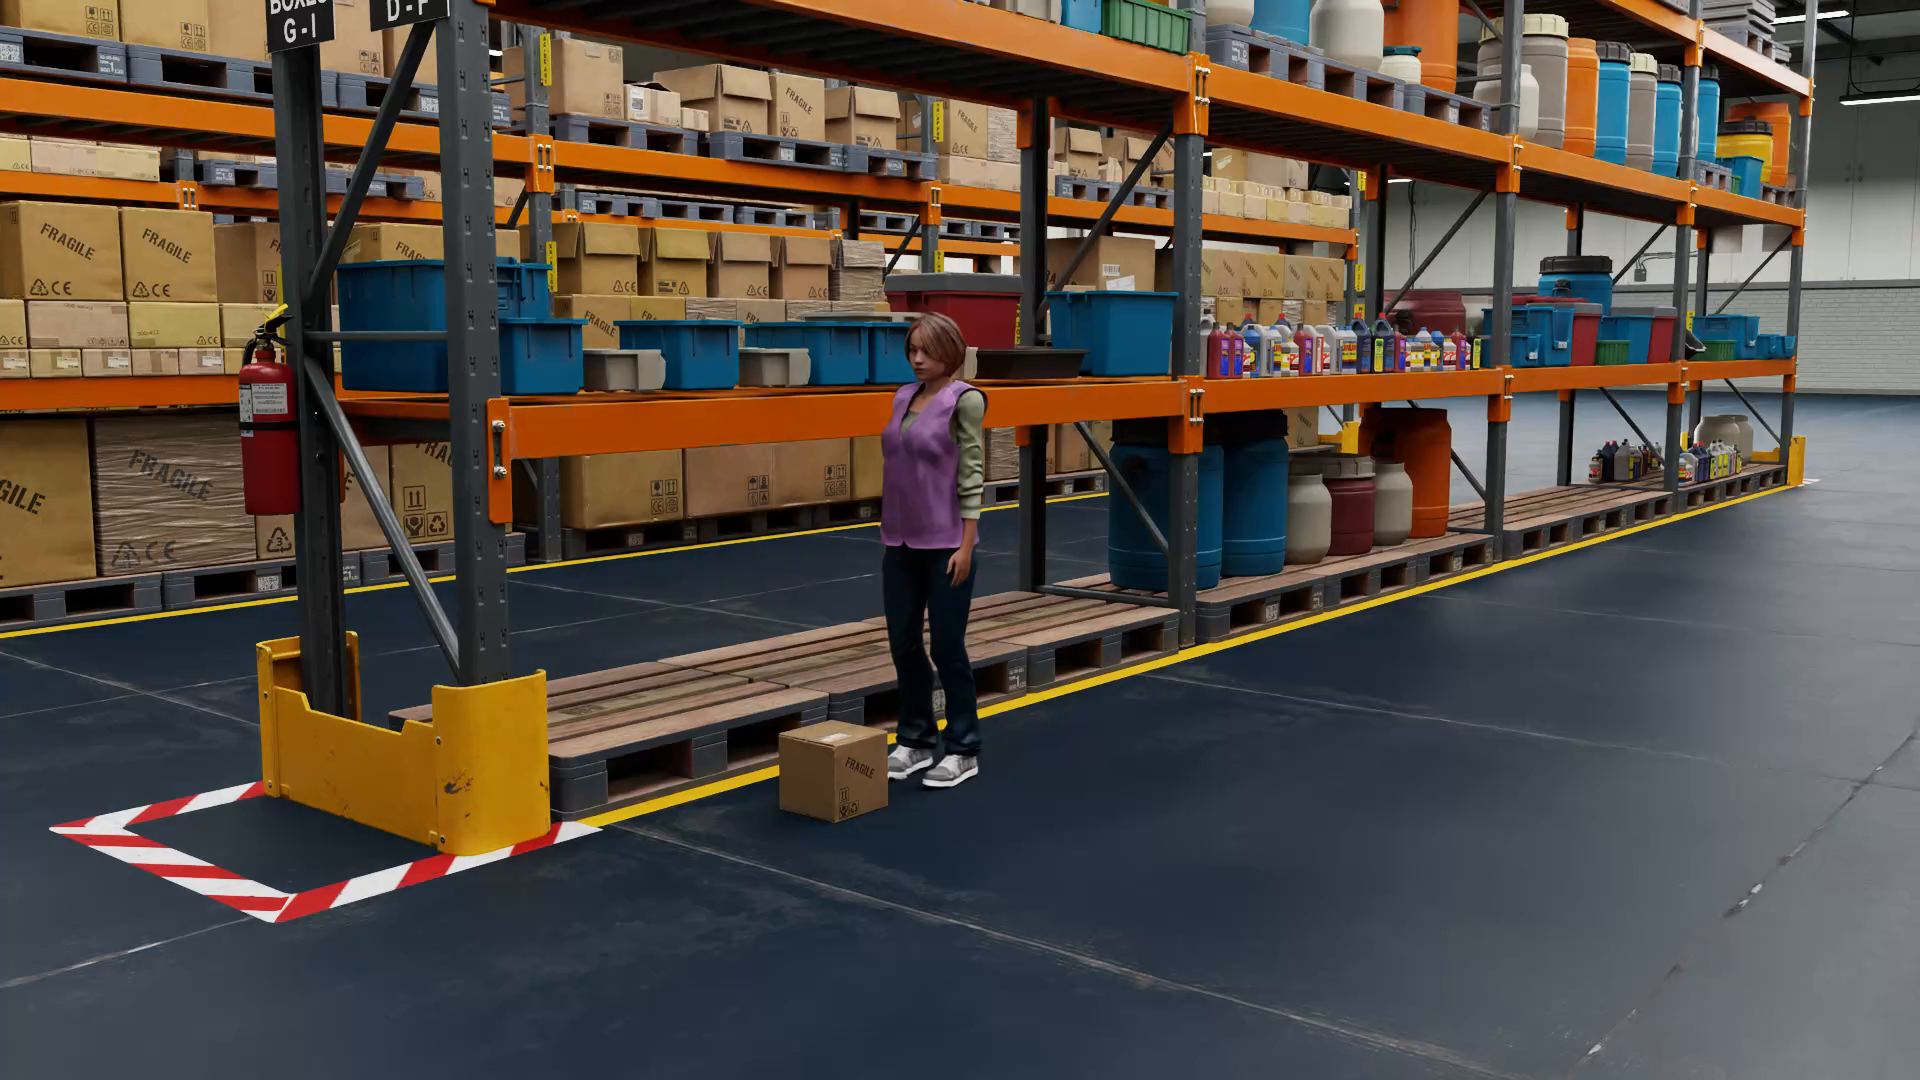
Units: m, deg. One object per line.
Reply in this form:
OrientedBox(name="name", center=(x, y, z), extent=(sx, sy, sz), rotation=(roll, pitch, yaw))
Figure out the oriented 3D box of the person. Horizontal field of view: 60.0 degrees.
OrientedBox(name="person", center=(-0.089, 0.032, 5.624), extent=(0.406, 1.595, 0.305), rotation=(6, 9, 40))
